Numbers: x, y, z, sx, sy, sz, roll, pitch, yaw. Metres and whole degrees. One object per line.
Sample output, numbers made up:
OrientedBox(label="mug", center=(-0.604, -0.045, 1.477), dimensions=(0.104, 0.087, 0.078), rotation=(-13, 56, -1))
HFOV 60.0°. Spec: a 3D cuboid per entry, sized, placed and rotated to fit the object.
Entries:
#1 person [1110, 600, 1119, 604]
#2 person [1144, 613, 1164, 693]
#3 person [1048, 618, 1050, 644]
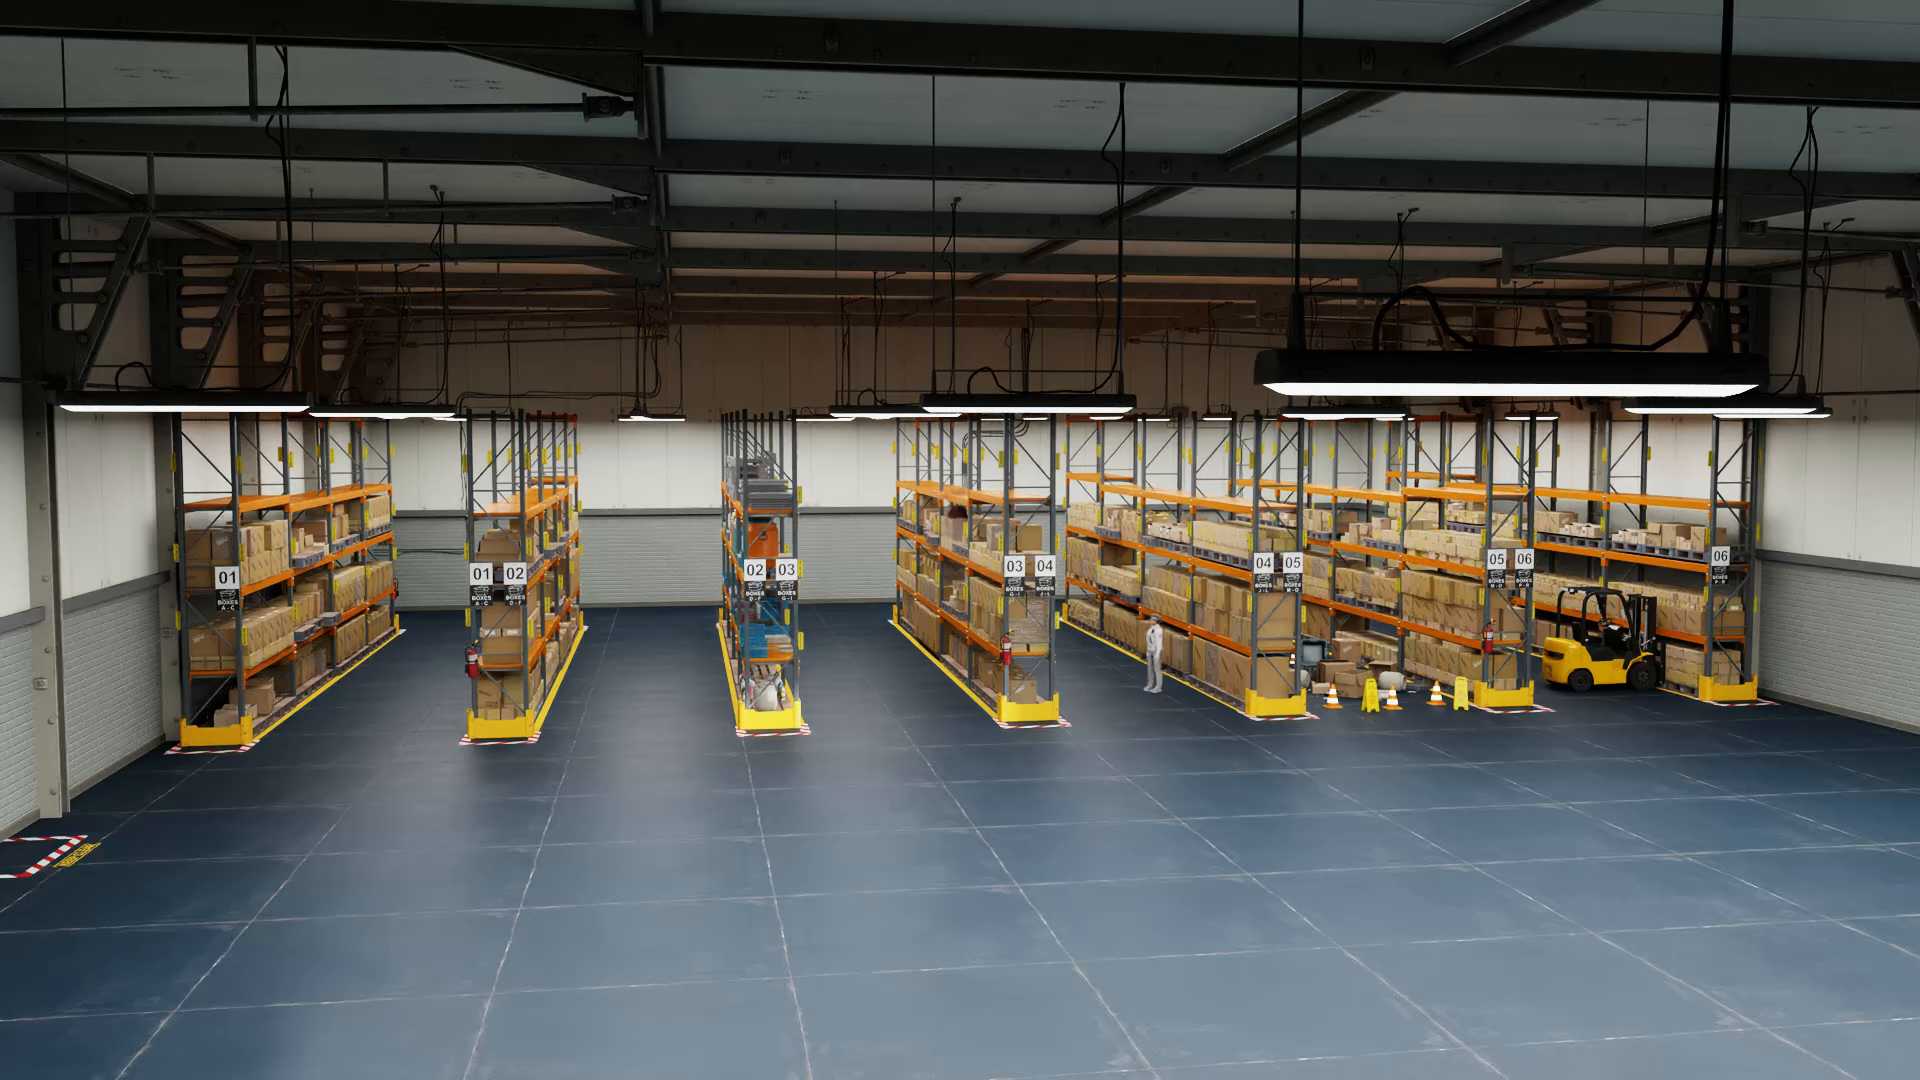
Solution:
OrientedBox(label="person", center=(4.674, 1.298, 50.777), dimensions=(0.547, 1.806, 0.505), rotation=(-2, 5, -29))
OrientedBox(label="person", center=(4.141, 2.397, 35.530), dimensions=(0.381, 1.682, 0.532), rotation=(-1, 4, -20))
OrientedBox(label="person", center=(2.206, 1.918, 43.095), dimensions=(0.544, 1.593, 0.928), rotation=(0, 4, -5))
